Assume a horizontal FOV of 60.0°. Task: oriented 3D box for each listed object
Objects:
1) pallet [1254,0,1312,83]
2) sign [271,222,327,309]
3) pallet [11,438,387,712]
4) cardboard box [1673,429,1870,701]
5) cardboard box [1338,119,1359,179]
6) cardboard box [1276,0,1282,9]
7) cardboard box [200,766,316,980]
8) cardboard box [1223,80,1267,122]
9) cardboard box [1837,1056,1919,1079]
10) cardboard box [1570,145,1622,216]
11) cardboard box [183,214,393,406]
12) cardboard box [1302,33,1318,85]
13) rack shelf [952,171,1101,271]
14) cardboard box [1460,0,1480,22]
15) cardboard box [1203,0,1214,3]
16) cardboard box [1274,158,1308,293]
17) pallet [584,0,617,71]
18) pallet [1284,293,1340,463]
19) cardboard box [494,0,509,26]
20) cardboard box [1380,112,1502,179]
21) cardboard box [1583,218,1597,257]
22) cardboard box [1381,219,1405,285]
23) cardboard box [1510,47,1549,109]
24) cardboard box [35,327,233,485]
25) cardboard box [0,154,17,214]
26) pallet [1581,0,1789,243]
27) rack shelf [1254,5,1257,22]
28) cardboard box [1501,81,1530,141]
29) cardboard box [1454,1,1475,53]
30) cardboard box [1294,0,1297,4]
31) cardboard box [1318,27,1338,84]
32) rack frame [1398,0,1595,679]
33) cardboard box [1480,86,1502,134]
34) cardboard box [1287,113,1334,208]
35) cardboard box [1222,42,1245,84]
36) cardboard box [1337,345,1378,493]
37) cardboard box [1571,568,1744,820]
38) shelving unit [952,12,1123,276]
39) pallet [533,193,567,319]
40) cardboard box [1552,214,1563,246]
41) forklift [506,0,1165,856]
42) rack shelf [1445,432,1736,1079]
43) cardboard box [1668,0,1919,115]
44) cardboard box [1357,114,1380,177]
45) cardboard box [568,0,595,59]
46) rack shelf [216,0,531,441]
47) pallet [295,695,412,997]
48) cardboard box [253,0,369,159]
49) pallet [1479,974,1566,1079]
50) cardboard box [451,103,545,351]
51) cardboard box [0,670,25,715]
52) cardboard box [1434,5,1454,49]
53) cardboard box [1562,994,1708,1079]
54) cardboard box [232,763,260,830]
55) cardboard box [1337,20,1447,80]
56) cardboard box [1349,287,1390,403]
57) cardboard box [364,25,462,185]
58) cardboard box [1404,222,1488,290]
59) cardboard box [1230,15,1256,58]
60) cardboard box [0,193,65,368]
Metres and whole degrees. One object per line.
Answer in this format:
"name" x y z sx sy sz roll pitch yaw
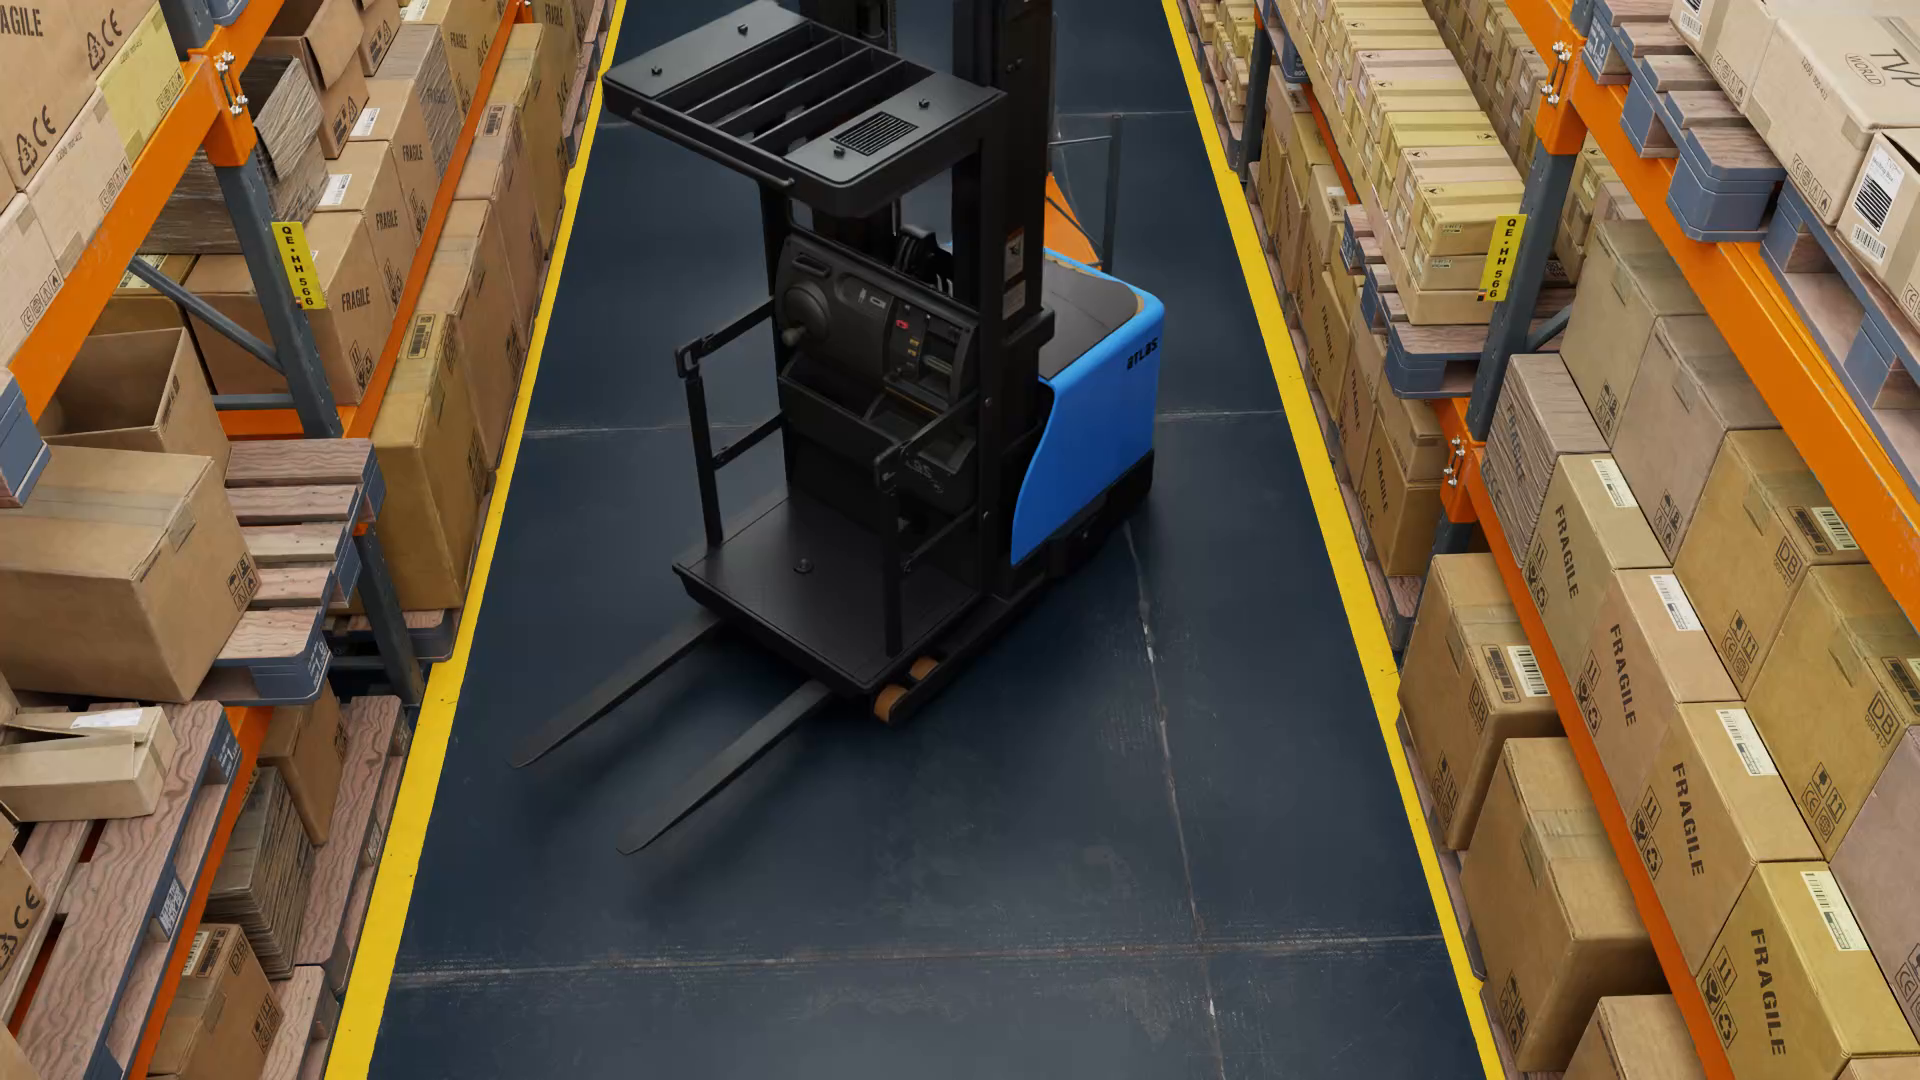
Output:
"pallet" 2.011 -2.643 8.205 1.003 0.211 1.213 -2 43 -2
"sign" -2.124 -0.879 5.340 0.100 0.325 0.005 -2 43 -2
"pallet" -2.529 0.090 5.224 1.213 0.211 1.003 -2 43 -2
"cardboard box" 2.350 0.053 4.309 0.700 0.500 0.500 -2 43 -2
"cardboard box" 1.774 -1.606 6.807 0.380 0.149 0.250 -3 43 -4
"cardboard box" 1.706 -2.661 7.958 0.380 0.149 0.250 -1 43 -1
"cardboard box" -2.581 1.126 5.475 0.700 0.500 0.500 -5 43 -5
"cardboard box" 1.767 -2.592 9.807 0.380 0.149 0.250 -1 43 -1
"cardboard box" 2.153 1.445 3.530 0.500 0.500 0.500 -2 43 -2
"cardboard box" 2.454 -1.313 6.048 0.380 0.149 0.250 -3 43 -3
"cardboard box" -2.415 -0.832 6.013 0.500 0.500 0.500 0 43 -1
"cardboard box" 1.742 -2.135 7.384 0.380 0.149 0.250 -2 43 -3
"rack shelf" 0.338 -1.446 8.133 0.538 0.185 1.000 -9 43 -10
"cardboard box" 2.391 -2.370 7.200 0.380 0.149 0.250 -3 43 -4
"cardboard box" 1.779 -3.469 10.763 0.380 0.149 0.250 -1 43 -1
"cardboard box" 1.915 -1.603 8.468 0.500 0.500 0.500 0 43 0
"pallet" -2.845 -3.473 11.032 1.003 0.211 1.213 -2 43 -2
"pallet" 2.214 -0.854 8.176 1.003 0.211 1.213 -2 43 -2
"cardboard box" -2.543 -2.888 8.257 0.500 0.500 0.500 -2 43 -2
"cardboard box" 1.796 -1.479 6.228 0.380 0.149 0.250 0 43 0
"cardboard box" 2.474 -1.037 5.966 0.380 0.149 0.250 0 43 0
"cardboard box" 1.805 -1.083 6.236 0.380 0.149 0.250 -2 43 -2
"cardboard box" 2.424 -1.841 6.623 0.380 0.149 0.250 0 43 0
"cardboard box" -2.603 -0.287 5.108 0.500 0.500 0.500 -6 43 -7
"cardboard box" -2.357 -0.790 3.378 0.500 0.500 0.500 -1 43 -1
"pallet" 2.374 -1.136 4.339 1.213 0.211 1.003 0 43 0
"rack shelf" 2.039 -4.318 10.423 1.077 0.370 4.000 -2 43 -2
"cardboard box" 2.425 -1.739 6.732 0.380 0.149 0.250 -2 43 -2
"cardboard box" 2.398 -2.253 7.292 0.380 0.149 0.250 -1 43 -2
"cardboard box" 1.717 -2.601 7.673 0.380 0.149 0.250 -3 43 -4
"cardboard box" 1.750 -2.070 7.093 0.380 0.149 0.250 -2 43 -3
"rack frame" 2.294 -0.533 5.761 1.000 3.000 0.127 -2 43 -2
"cardboard box" 2.418 -1.798 7.017 0.380 0.149 0.250 -1 43 -1
"cardboard box" 1.917 -1.877 8.212 0.500 0.250 0.500 -1 43 -1
"cardboard box" 1.769 -2.833 9.849 0.380 0.149 0.250 -4 43 -4
"cardboard box" 1.987 -0.554 7.323 0.500 0.500 0.500 0 43 0
"cardboard box" 2.089 0.425 4.643 0.500 0.500 0.500 -2 43 -2
"shelving unit" 0.336 -1.584 8.018 0.587 1.500 1.083 -9 43 -10
"pallet" -2.728 -1.613 9.003 1.003 0.211 1.213 -2 43 -2
"cardboard box" 2.454 -1.266 6.437 0.380 0.149 0.250 0 43 0
"forklift" -0.462 -0.733 6.030 1.130 2.935 3.031 30 50 28
"rack shelf" 2.379 1.082 4.531 1.077 0.370 4.000 -2 43 -2
"cardboard box" 2.105 -1.303 4.062 0.500 0.311 0.500 -2 43 -2
"cardboard box" 1.781 -1.552 6.528 0.380 0.149 0.250 -2 43 -2
"cardboard box" -2.822 -3.586 10.354 0.875 0.875 0.875 -2 43 -2
"rack shelf" -2.751 -1.544 7.397 1.077 0.370 4.000 -2 43 -2
"pallet" -2.634 1.097 6.047 1.003 0.211 1.213 -2 43 -2
"cardboard box" -2.706 -1.800 6.327 0.797 0.503 0.637 -1 43 -1
"pallet" 2.301 1.851 5.224 1.003 0.211 1.213 -2 43 -2
"cardboard box" -2.750 -1.496 8.074 1.225 0.875 0.875 -3 43 -3
"cardboard box" -2.824 0.580 4.348 0.500 0.250 0.500 -3 43 -3
"cardboard box" 2.387 -2.333 7.600 0.380 0.149 0.250 -3 43 -4
"cardboard box" 2.311 1.774 4.599 1.050 0.750 0.750 -2 43 -2
"cardboard box" -2.575 0.833 5.240 0.500 0.250 0.500 3 43 3
"cardboard box" 1.763 -2.005 6.802 0.380 0.149 0.250 0 43 0
"cardboard box" 1.971 -0.838 7.078 0.500 0.250 0.500 -1 43 -1
"cardboard box" -2.483 -1.863 7.138 0.500 0.500 0.500 -1 43 -2
"cardboard box" 1.818 -1.025 5.953 0.380 0.149 0.250 -1 43 -1
"cardboard box" 1.798 -2.961 9.769 0.380 0.149 0.250 -1 43 -1
"cardboard box" -2.347 -0.522 3.640 0.500 0.250 0.500 -1 43 -1
